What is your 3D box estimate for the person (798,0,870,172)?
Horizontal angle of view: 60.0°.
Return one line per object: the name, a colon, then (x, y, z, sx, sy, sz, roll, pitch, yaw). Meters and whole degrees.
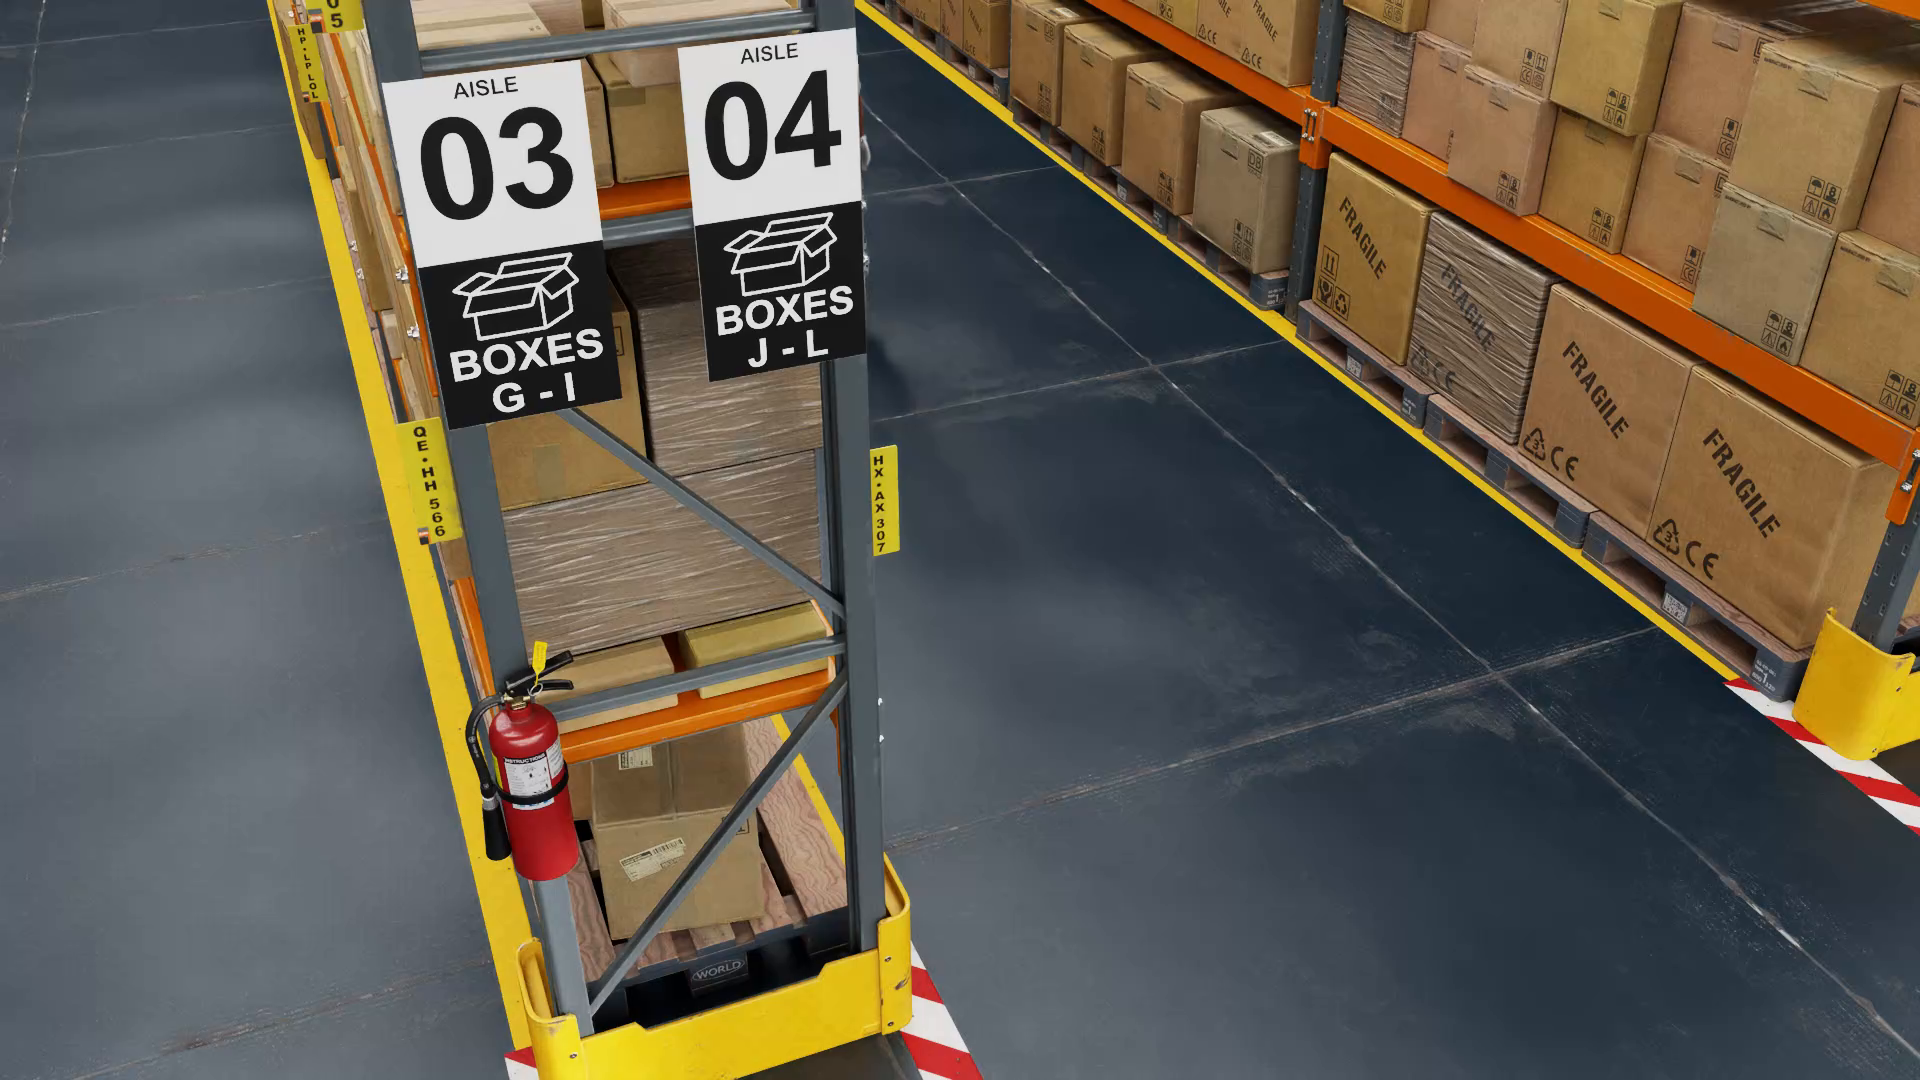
person: (-0.853, -2.310, 9.651, 0.614, 1.830, 0.503, -8, 34, -12)
